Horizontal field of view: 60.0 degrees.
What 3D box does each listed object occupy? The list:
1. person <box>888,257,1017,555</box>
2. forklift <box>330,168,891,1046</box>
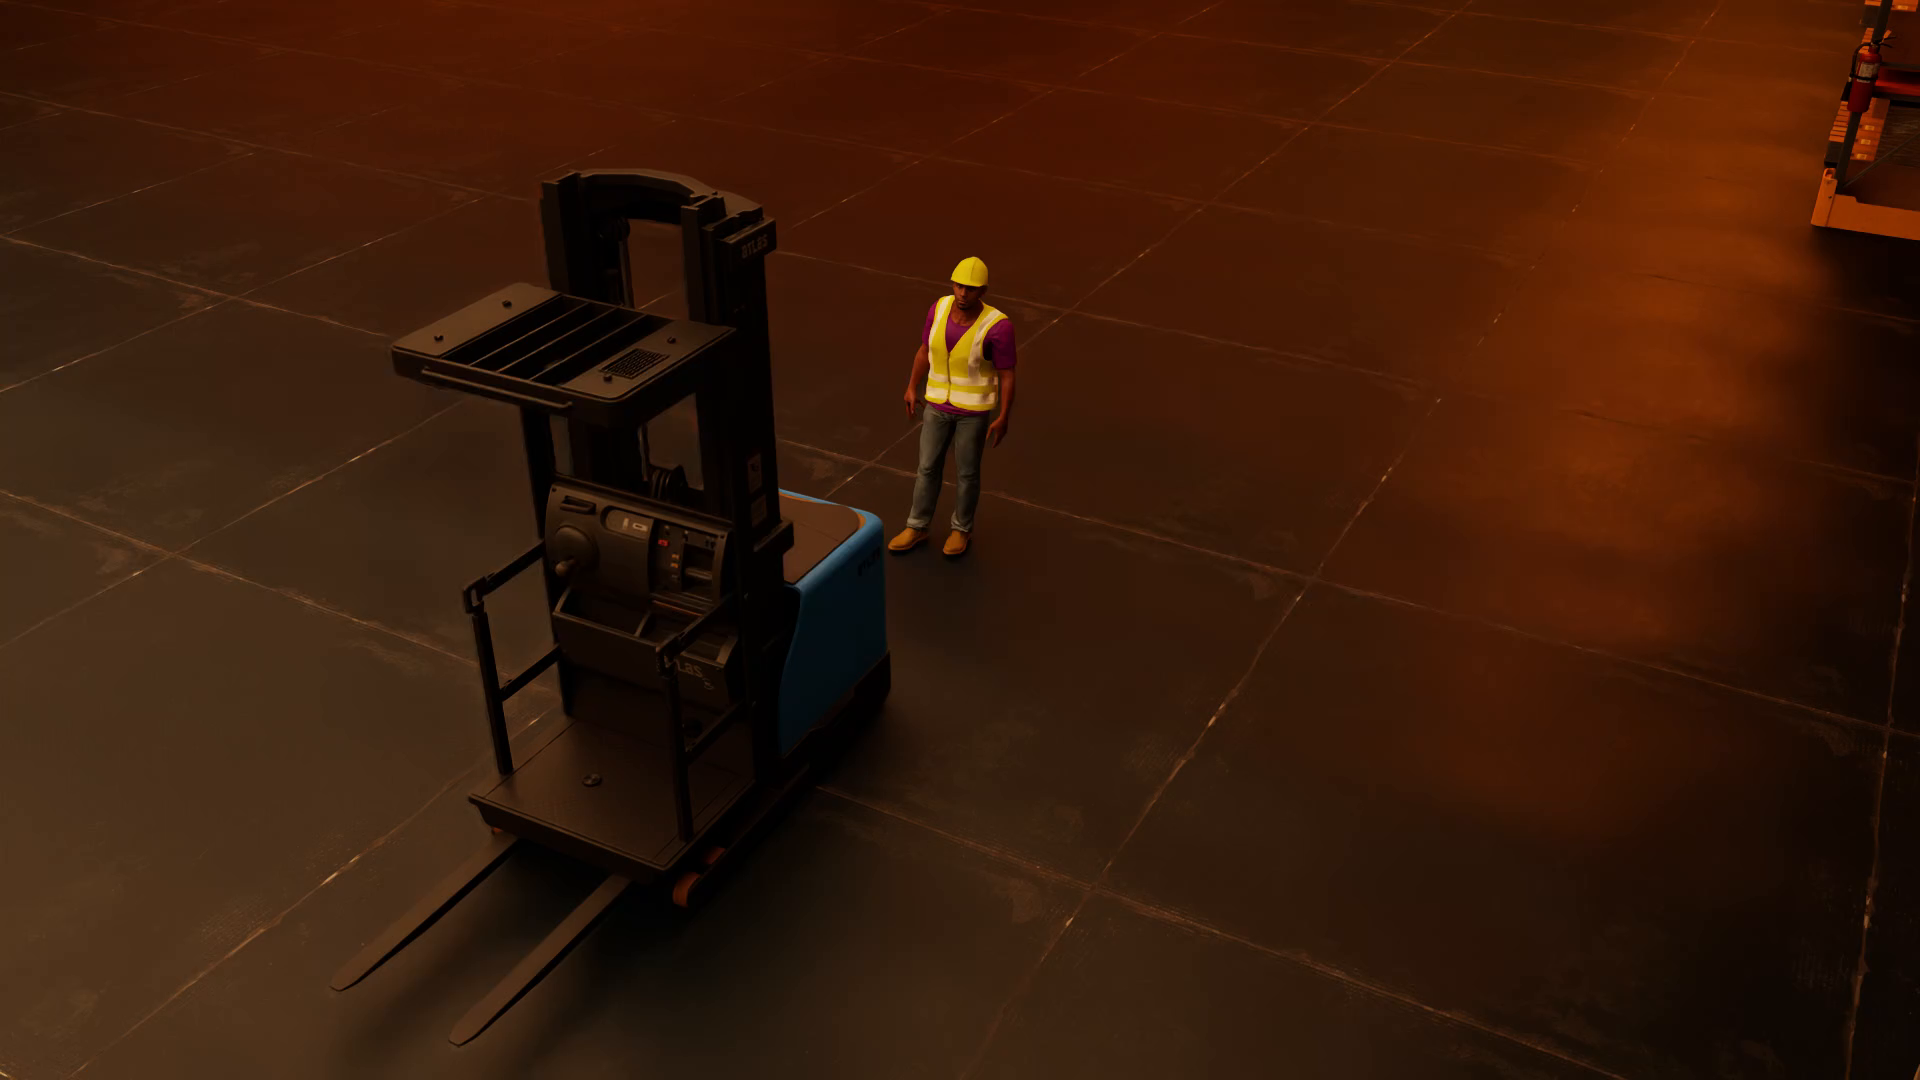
[{"bbox_3d":[-0.039,-0.742,9.507,0.665,1.768,0.575,15,33,25],"label":"person"},{"bbox_3d":[-1.482,0.079,6.933,1.130,2.935,3.031,15,33,24],"label":"forklift"}]
